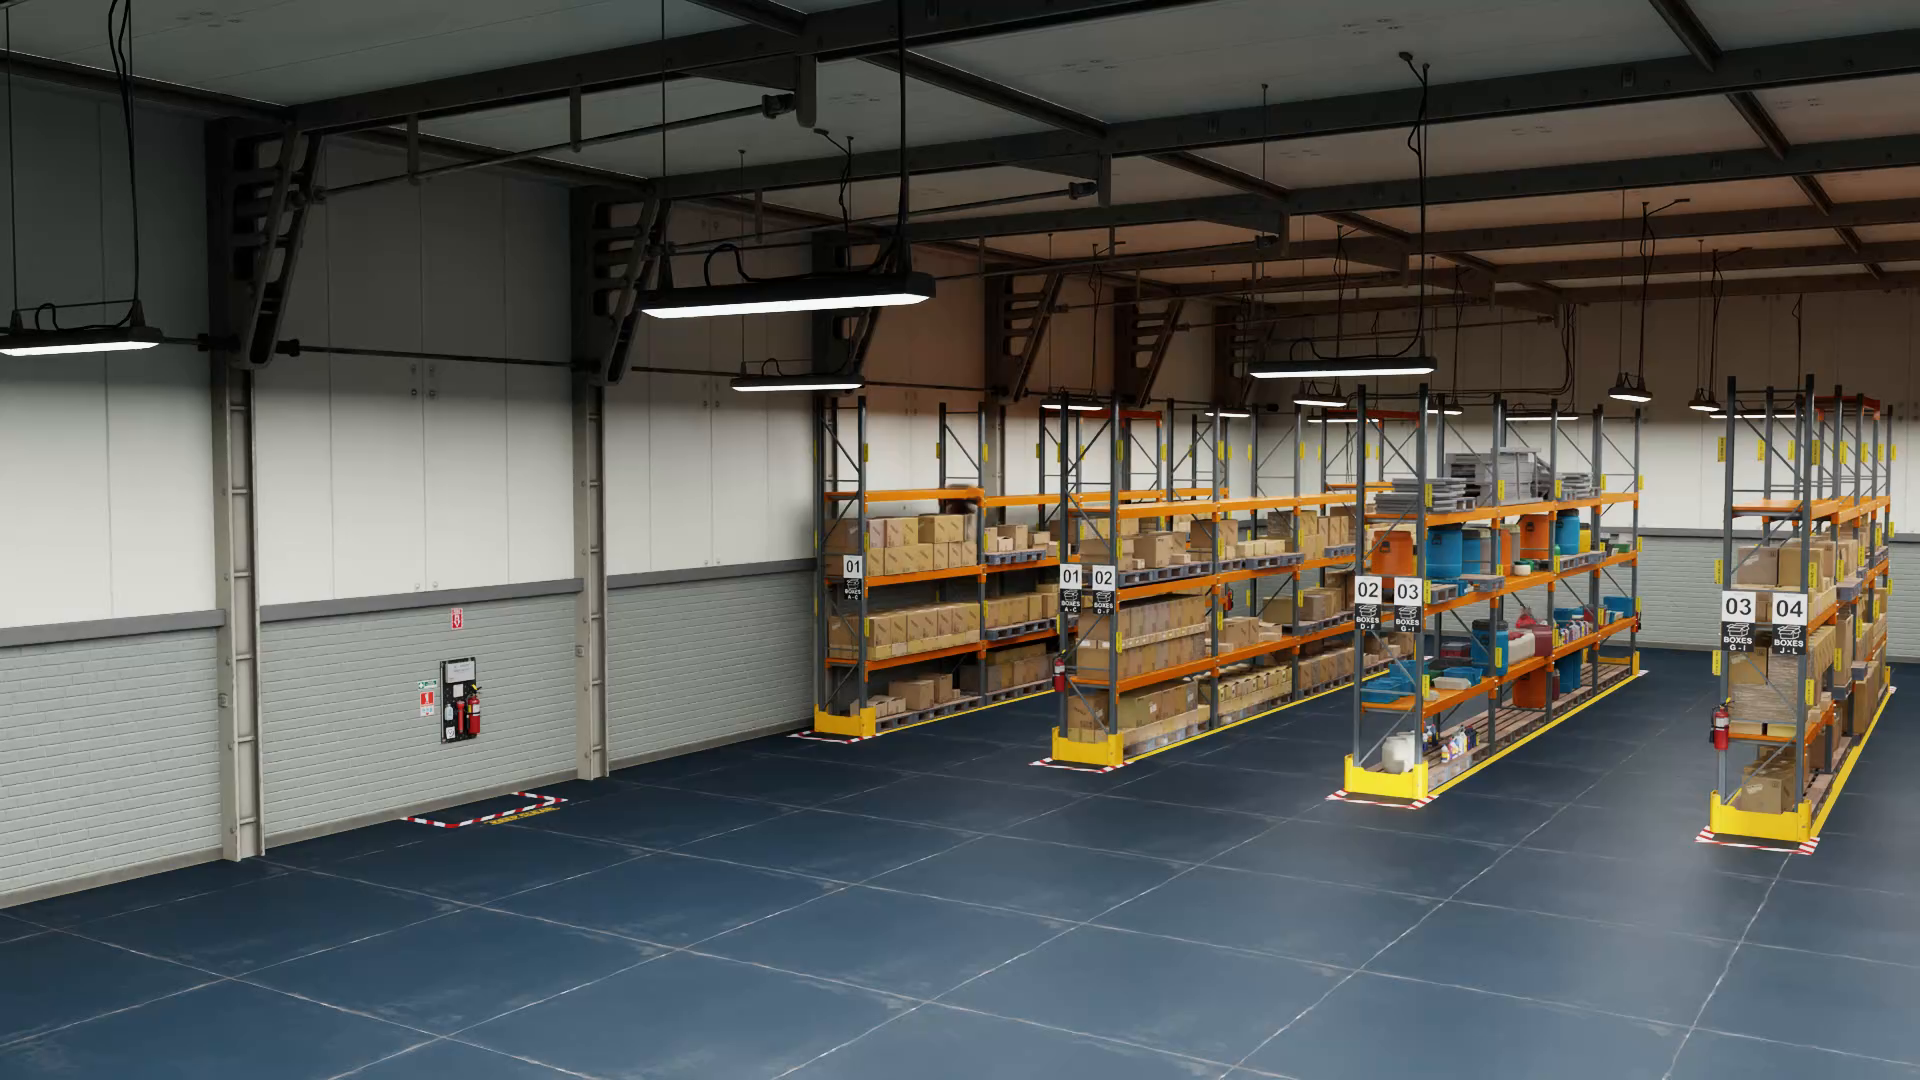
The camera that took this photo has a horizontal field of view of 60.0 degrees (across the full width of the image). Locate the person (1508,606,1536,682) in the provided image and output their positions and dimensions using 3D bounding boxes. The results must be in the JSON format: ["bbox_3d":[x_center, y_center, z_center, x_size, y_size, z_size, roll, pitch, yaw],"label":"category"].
[{"bbox_3d":[12.265,2.263,36.147,0.998,1.676,0.560,-2,4,-33],"label":"person"}]
